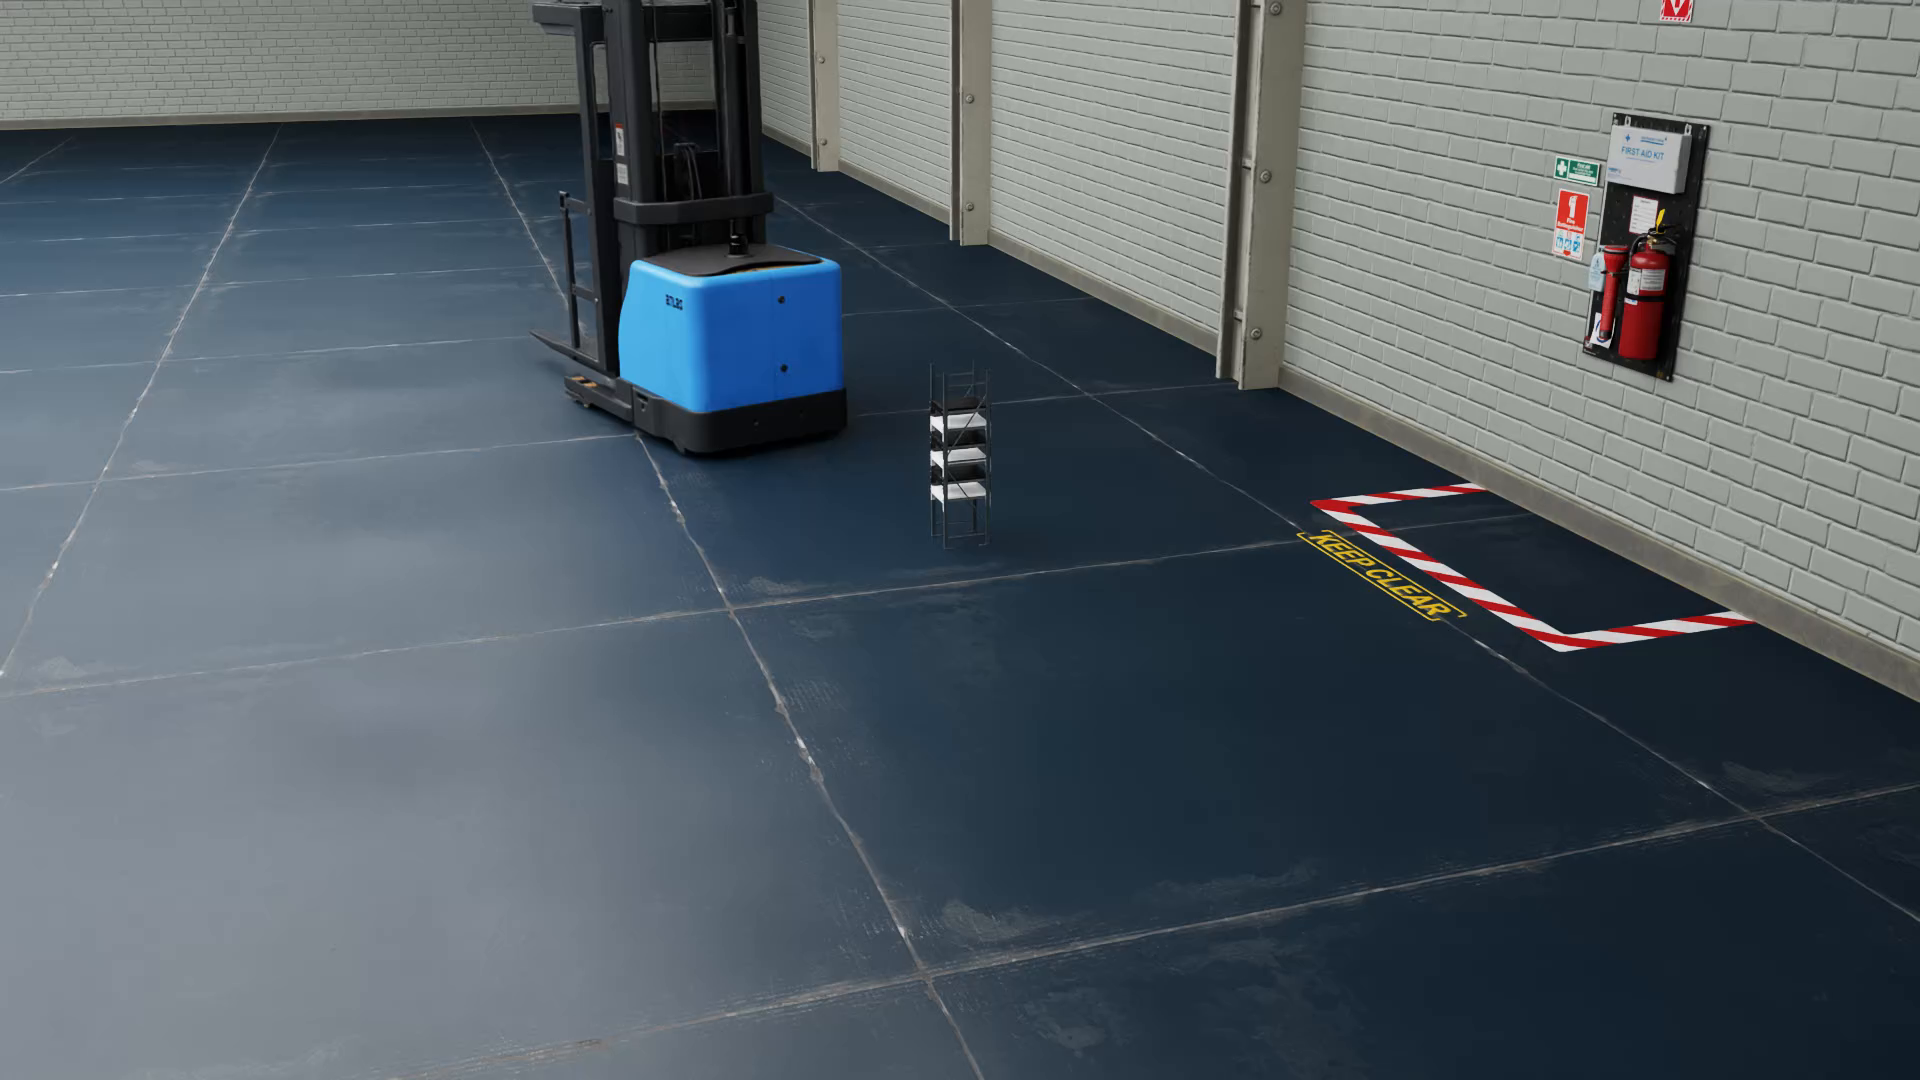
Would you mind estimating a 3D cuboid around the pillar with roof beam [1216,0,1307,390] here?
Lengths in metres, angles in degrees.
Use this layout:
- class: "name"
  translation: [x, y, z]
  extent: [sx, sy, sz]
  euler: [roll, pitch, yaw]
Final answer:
- class: "pillar with roof beam"
  translation: [-2.099, -4.870, 8.664]
  extent: [9.100, 9.000, 0.400]
  euler: [-6, 21, -17]

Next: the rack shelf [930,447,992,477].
- class: "rack shelf"
  translation: [0.003, -0.390, 8.268]
  extent: [0.258, 0.077, 0.200]
  euler: [-6, 21, -17]

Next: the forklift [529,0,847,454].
- class: "forklift"
  translation: [-1.948, -2.320, 10.541]
  extent: [1.130, 2.935, 3.031]
  euler: [-13, 24, -33]

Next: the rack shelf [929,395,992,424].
- class: "rack shelf"
  translation: [0.003, -0.644, 8.177]
  extent: [0.258, 0.077, 0.200]
  euler: [-6, 21, -17]

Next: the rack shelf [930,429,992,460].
- class: "rack shelf"
  translation: [0.003, -0.474, 8.238]
  extent: [0.258, 0.077, 0.200]
  euler: [-6, 21, -17]

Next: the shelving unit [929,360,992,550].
- class: "shelving unit"
  translation: [0.003, -0.421, 8.257]
  extent: [0.258, 0.900, 0.210]
  euler: [-6, 21, -17]

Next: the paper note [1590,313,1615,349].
- class: "paper note"
  translation: [3.143, -1.026, 8.137]
  extent: [0.016, 0.148, 0.142]
  euler: [-6, 21, -17]

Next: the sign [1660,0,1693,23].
- class: "sign"
  translation: [3.225, -2.480, 7.455]
  extent: [0.001, 0.298, 0.199]
  euler: [-6, 21, -17]

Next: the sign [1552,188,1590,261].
- class: "sign"
  translation: [3.058, -1.581, 8.328]
  extent: [0.001, 0.329, 0.234]
  euler: [-6, 21, -17]

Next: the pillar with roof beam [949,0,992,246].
- class: "pillar with roof beam"
  translation: [-3.985, -6.796, 14.024]
  extent: [9.100, 9.000, 0.400]
  euler: [-6, 21, -17]

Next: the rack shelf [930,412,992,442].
- class: "rack shelf"
  translation: [0.003, -0.559, 8.208]
  extent: [0.258, 0.077, 0.200]
  euler: [-6, 21, -17]

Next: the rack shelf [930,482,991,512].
- class: "rack shelf"
  translation: [0.003, -0.220, 8.329]
  extent: [0.258, 0.077, 0.200]
  euler: [-6, 21, -17]

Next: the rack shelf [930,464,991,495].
- class: "rack shelf"
  translation: [0.003, -0.305, 8.299]
  extent: [0.258, 0.077, 0.200]
  euler: [-6, 21, -17]

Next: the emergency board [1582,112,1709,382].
- class: "emergency board"
  translation: [3.133, -1.376, 7.810]
  extent: [0.194, 1.169, 0.643]
  euler: [-6, 21, -17]

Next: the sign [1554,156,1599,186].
- class: "sign"
  translation: [3.051, -1.828, 8.232]
  extent: [0.001, 0.109, 0.331]
  euler: [-6, 21, -17]

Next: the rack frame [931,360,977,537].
- class: "rack frame"
  translation: [-0.029, -0.454, 8.348]
  extent: [0.240, 0.900, 0.006]
  euler: [-6, 21, -17]

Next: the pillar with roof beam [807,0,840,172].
- class: "pillar with roof beam"
  translation: [-5.870, -8.721, 19.385]
  extent: [9.100, 9.000, 0.400]
  euler: [-6, 21, -17]

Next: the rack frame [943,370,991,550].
- class: "rack frame"
  translation: [0.034, -0.388, 8.166]
  extent: [0.240, 0.900, 0.006]
  euler: [-6, 21, -17]
